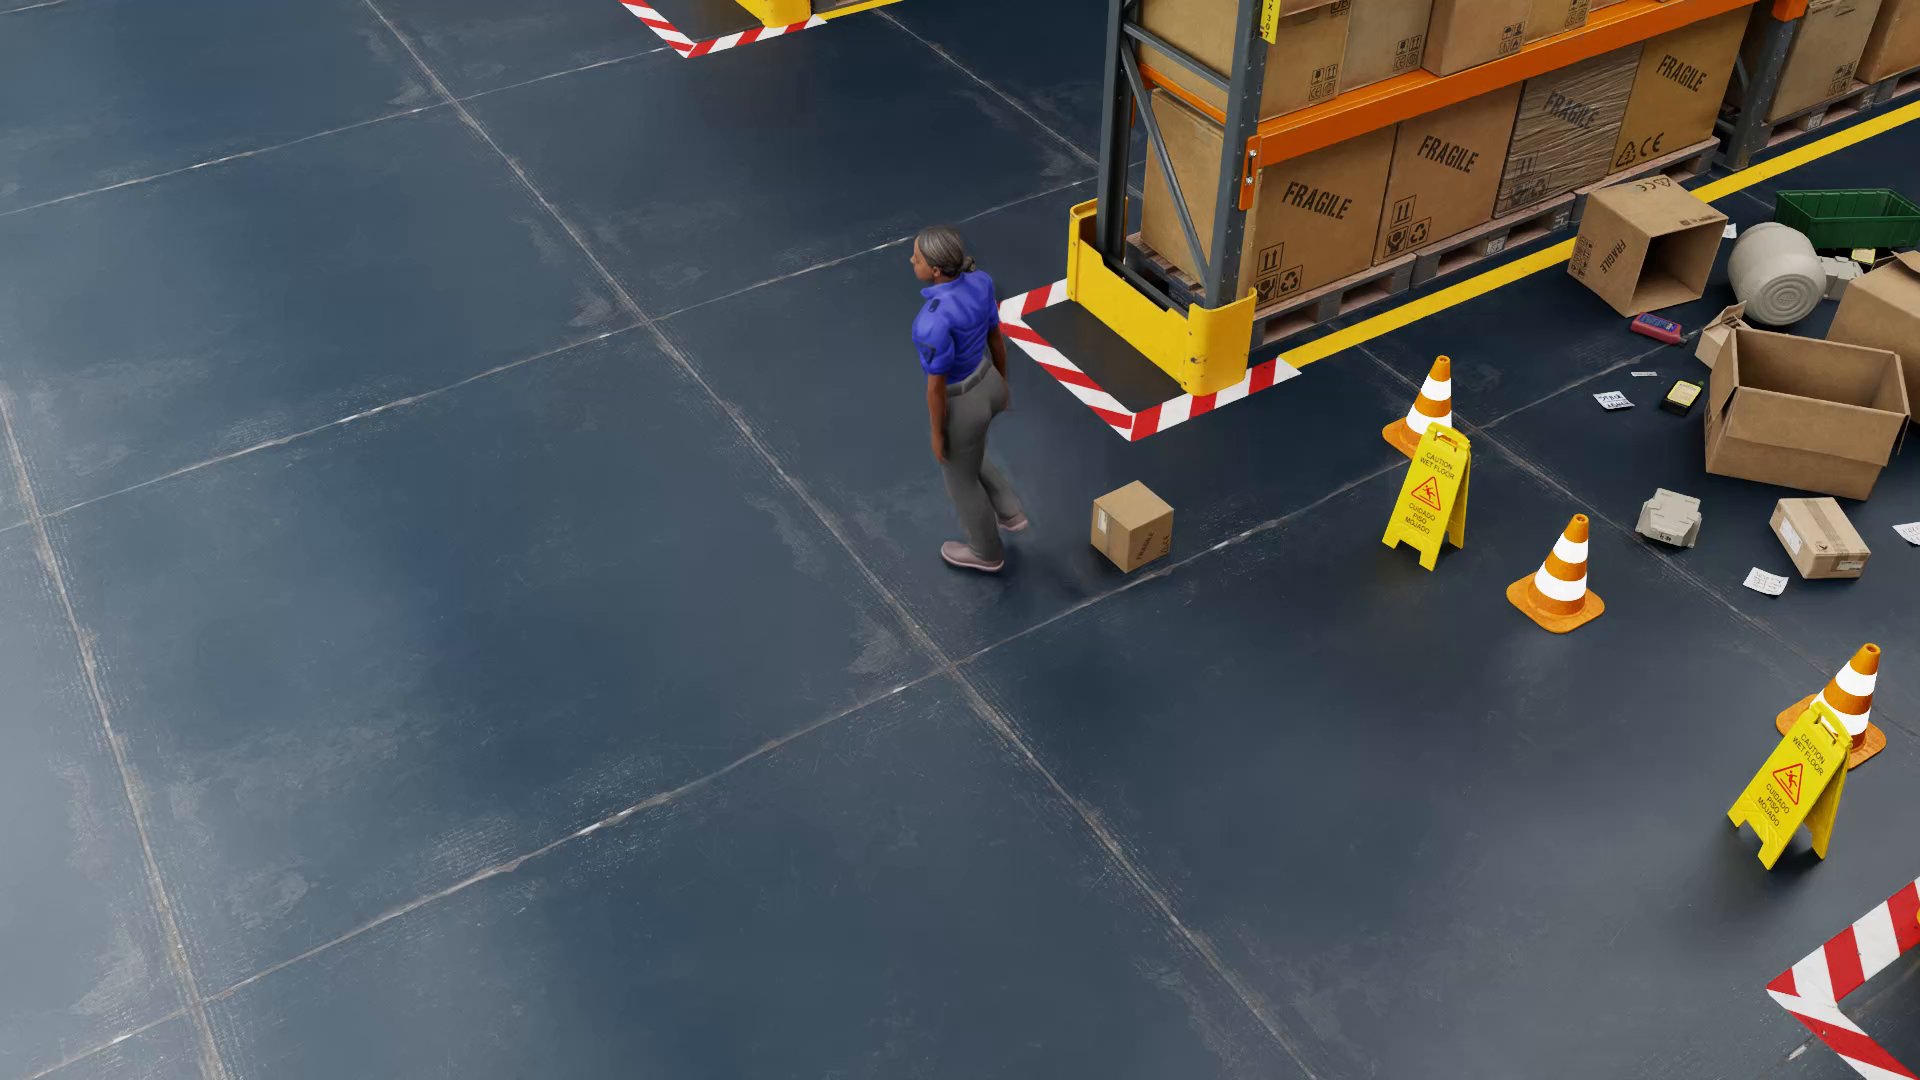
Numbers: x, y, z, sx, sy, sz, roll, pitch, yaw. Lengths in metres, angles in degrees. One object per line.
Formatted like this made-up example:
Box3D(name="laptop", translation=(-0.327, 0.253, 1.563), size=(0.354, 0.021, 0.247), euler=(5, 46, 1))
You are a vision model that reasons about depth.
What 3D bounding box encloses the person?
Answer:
Box3D(name="person", translation=(0.045, -0.476, 6.843), size=(0.461, 1.451, 0.505), euler=(20, 45, 21))
